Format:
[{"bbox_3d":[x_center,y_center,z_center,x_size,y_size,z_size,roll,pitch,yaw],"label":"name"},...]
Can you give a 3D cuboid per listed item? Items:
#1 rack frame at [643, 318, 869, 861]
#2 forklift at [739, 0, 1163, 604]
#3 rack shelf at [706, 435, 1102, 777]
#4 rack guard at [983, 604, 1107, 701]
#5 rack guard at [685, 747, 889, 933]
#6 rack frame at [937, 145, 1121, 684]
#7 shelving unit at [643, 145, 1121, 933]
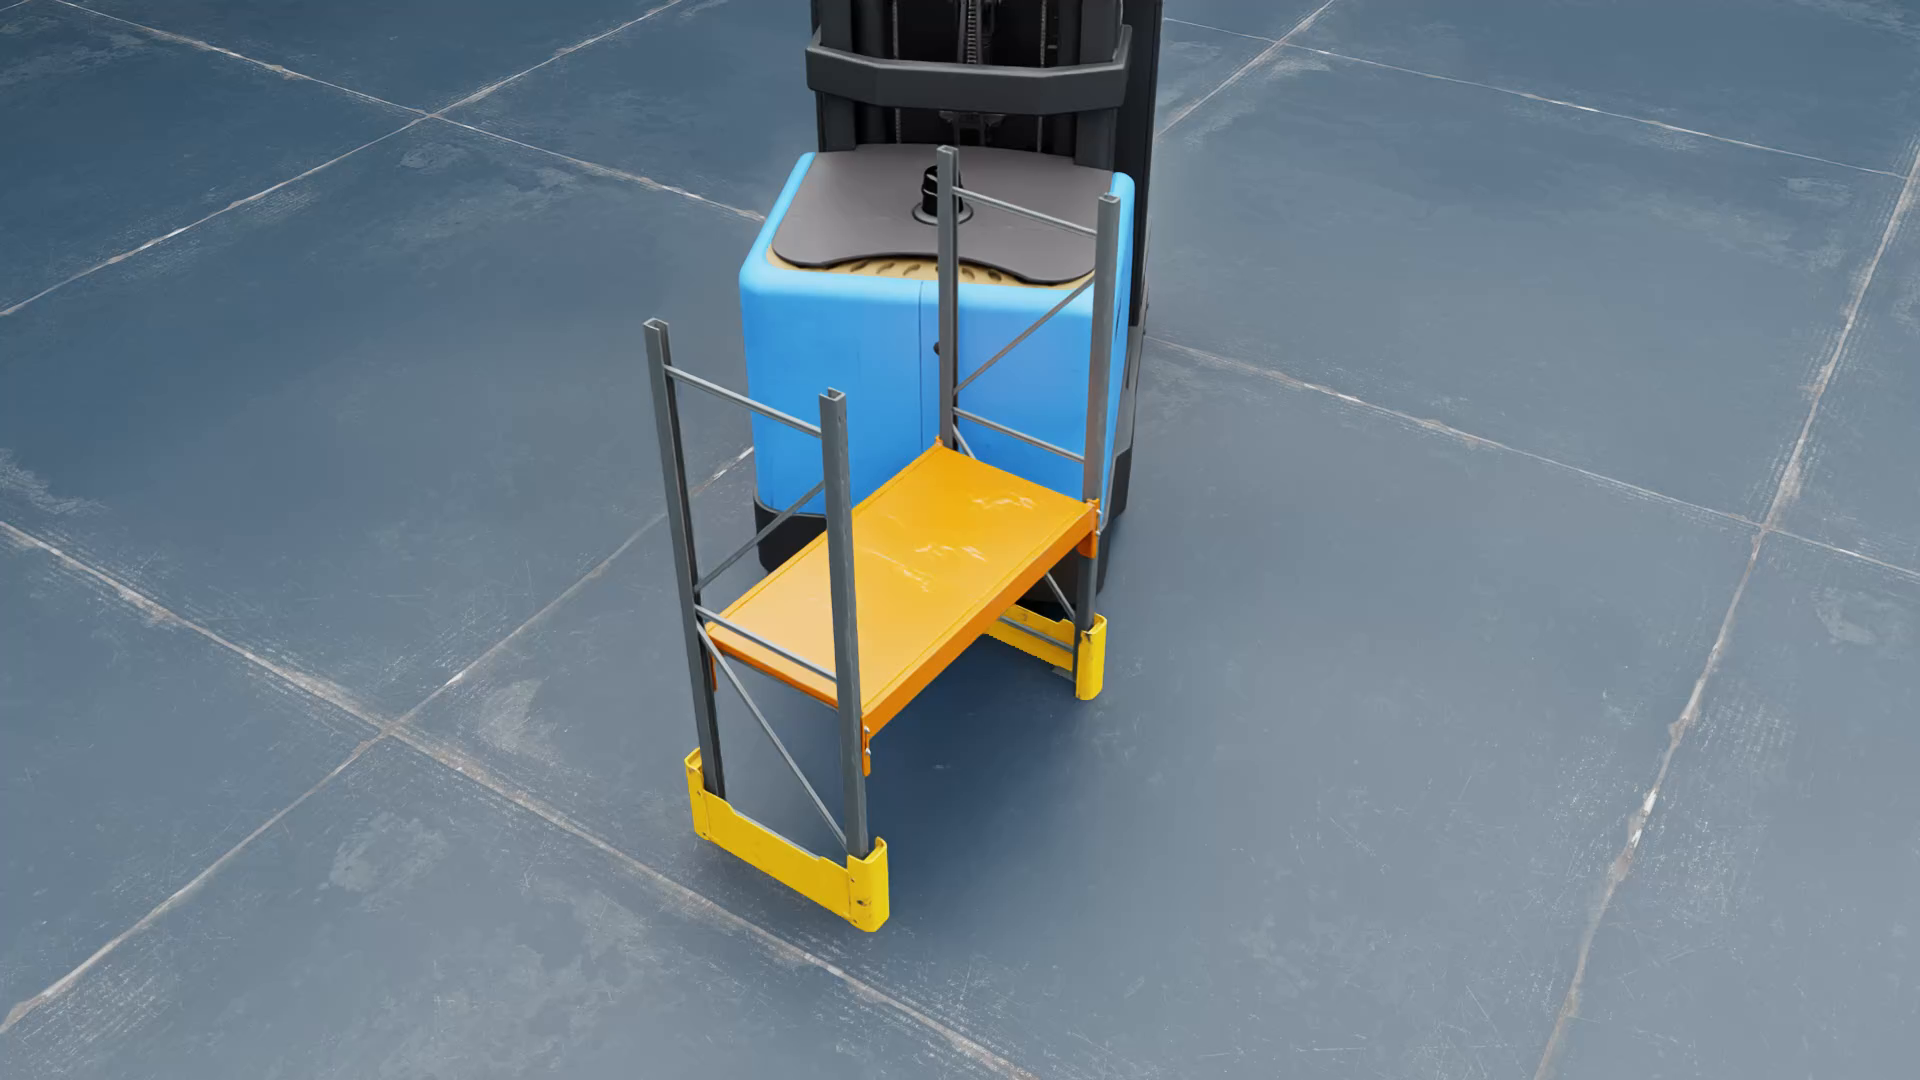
[{"bbox_3d":[-0.429,0.237,3.714,0.500,1.500,0.032,23,43,27],"label":"rack frame"},{"bbox_3d":[0.117,-1.868,5.273,1.130,2.935,3.031,5,38,7],"label":"forklift"},{"bbox_3d":[-0.136,0.126,4.153,0.538,0.185,1.000,23,43,27],"label":"rack shelf"},{"bbox_3d":[0.146,0.234,4.741,0.587,0.250,0.087,23,43,27],"label":"rack guard"},{"bbox_3d":[-0.428,0.731,4.096,0.587,0.250,0.087,23,43,27],"label":"rack guard"},{"bbox_3d":[0.157,-0.270,4.372,0.500,1.500,0.032,23,43,27],"label":"rack frame"},{"bbox_3d":[-0.141,-0.012,4.037,0.587,1.500,1.083,23,43,27],"label":"shelving unit"}]
